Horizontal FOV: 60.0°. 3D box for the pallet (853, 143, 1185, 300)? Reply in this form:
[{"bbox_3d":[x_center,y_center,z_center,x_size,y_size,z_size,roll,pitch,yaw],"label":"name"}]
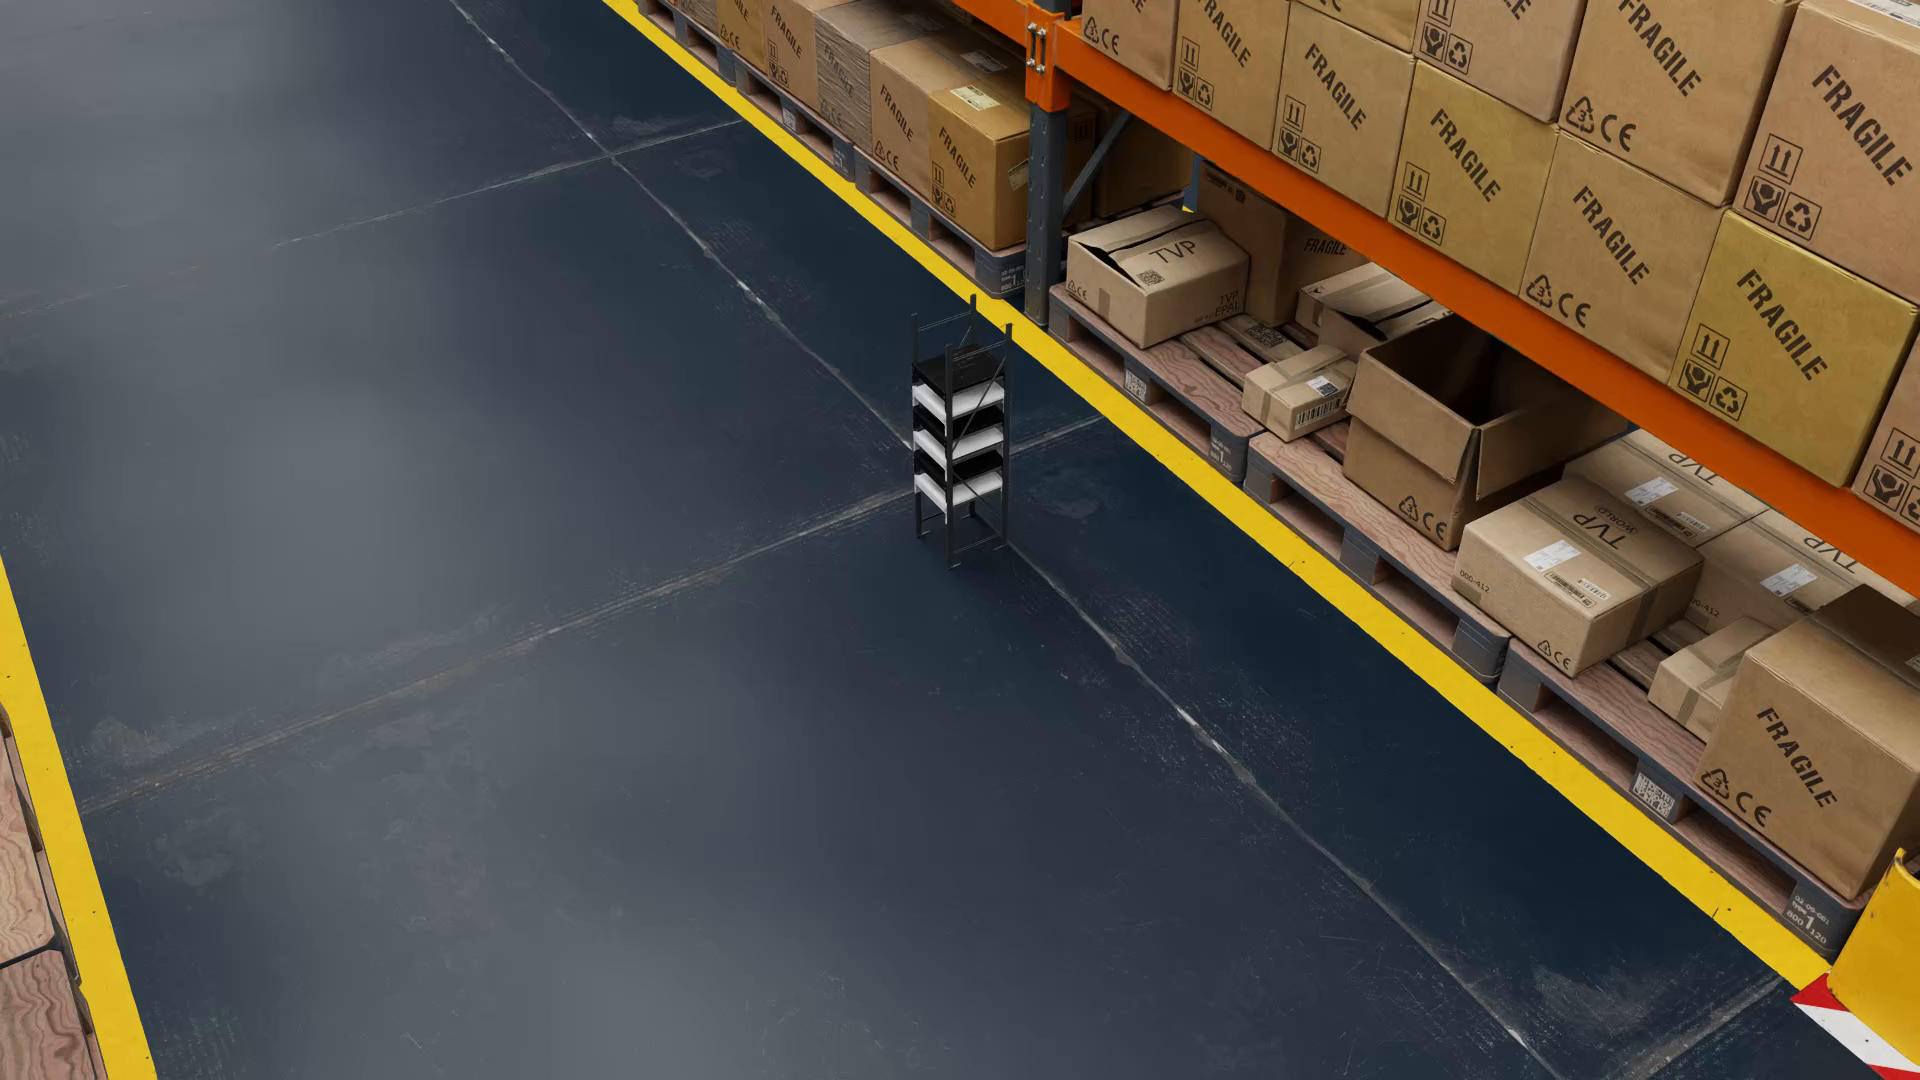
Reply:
[{"bbox_3d":[0.248,-1.573,7.472,1.003,0.211,1.213,-22,45,-24],"label":"pallet"}]

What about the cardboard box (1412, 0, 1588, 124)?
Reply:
[{"bbox_3d":[1.565,-1.455,4.294,0.500,0.500,0.500,-21,44,-23],"label":"cardboard box"}]

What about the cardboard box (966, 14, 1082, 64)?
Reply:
[{"bbox_3d":[0.366,-2.056,7.483,0.500,0.500,0.500,-22,44,-24],"label":"cardboard box"}]

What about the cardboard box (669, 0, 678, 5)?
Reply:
[{"bbox_3d":[-1.430,-3.241,8.906,0.500,0.500,0.500,-20,44,-23],"label":"cardboard box"}]

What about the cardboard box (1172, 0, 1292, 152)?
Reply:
[{"bbox_3d":[1.039,-1.612,5.263,0.500,0.500,0.500,-21,44,-24],"label":"cardboard box"}]

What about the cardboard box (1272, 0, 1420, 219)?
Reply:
[{"bbox_3d":[1.306,-1.341,4.938,0.500,0.500,0.500,-22,45,-25],"label":"cardboard box"}]

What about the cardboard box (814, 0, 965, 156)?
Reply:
[{"bbox_3d":[-0.318,-2.135,7.578,0.500,0.500,0.500,-22,44,-24],"label":"cardboard box"}]

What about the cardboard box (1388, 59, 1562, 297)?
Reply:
[{"bbox_3d":[1.581,-1.067,4.610,0.500,0.500,0.500,-23,45,-25],"label":"cardboard box"}]

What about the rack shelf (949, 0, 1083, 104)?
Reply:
[{"bbox_3d":[-0.358,-3.021,7.594,1.077,0.370,4.000,-22,45,-24],"label":"rack shelf"}]

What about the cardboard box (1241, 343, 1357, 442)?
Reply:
[{"bbox_3d":[1.234,-0.534,5.917,0.380,0.166,0.250,-22,45,-24],"label":"cardboard box"}]

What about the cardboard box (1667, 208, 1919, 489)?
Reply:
[{"bbox_3d":[2.116,-0.524,3.958,0.500,0.500,0.500,-22,45,-24],"label":"cardboard box"}]

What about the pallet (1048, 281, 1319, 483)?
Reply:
[{"bbox_3d":[1.086,-0.775,6.516,1.003,0.211,1.213,-22,45,-24],"label":"pallet"}]

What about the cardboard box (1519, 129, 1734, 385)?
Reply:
[{"bbox_3d":[1.852,-0.795,4.283,0.500,0.500,0.500,-22,45,-24],"label":"cardboard box"}]

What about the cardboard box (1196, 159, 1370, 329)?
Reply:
[{"bbox_3d":[1.263,-1.217,6.476,0.500,0.500,0.500,-22,45,-24],"label":"cardboard box"}]

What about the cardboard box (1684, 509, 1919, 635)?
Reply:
[{"bbox_3d":[2.546,0.167,5.010,0.500,0.250,0.500,-22,45,-24],"label":"cardboard box"}]

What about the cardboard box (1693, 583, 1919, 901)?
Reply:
[{"bbox_3d":[2.368,0.524,4.387,0.500,0.500,0.500,-22,45,-24],"label":"cardboard box"}]

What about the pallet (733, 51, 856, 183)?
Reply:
[{"bbox_3d":[-0.412,-2.232,8.263,1.003,0.211,1.213,-22,45,-24],"label":"pallet"}]

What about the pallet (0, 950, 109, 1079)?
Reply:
[{"bbox_3d":[-2.373,1.599,3.666,1.003,0.211,1.213,-22,45,-24],"label":"pallet"}]

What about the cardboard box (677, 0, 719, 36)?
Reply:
[{"bbox_3d":[-1.144,-2.961,8.569,0.500,0.500,0.500,-24,45,-26],"label":"cardboard box"}]

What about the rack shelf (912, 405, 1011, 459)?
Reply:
[{"bbox_3d":[0.004,-0.385,5.420,0.258,0.077,0.200,-22,45,-24],"label":"rack shelf"}]

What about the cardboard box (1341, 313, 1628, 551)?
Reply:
[{"bbox_3d":[1.732,-0.416,5.512,0.797,0.503,0.637,-22,45,-24],"label":"cardboard box"}]

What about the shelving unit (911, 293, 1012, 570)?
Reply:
[{"bbox_3d":[0.004,-0.341,5.457,0.258,0.900,0.210,-22,45,-24],"label":"shelving unit"}]

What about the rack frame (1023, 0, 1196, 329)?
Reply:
[{"bbox_3d":[0.717,-2.218,6.068,1.000,3.000,0.127,-22,45,-24],"label":"rack frame"}]

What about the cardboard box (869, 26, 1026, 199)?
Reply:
[{"bbox_3d":[-0.049,-1.864,7.253,0.500,0.500,0.500,-22,45,-24],"label":"cardboard box"}]

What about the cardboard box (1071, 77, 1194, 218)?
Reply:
[{"bbox_3d":[0.662,-1.772,7.142,0.500,0.500,0.500,-24,46,-26],"label":"cardboard box"}]

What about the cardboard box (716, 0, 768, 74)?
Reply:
[{"bbox_3d":[-0.878,-2.688,8.242,0.500,0.500,0.500,-23,45,-25],"label":"cardboard box"}]

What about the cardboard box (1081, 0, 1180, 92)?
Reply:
[{"bbox_3d":[0.761,-1.887,5.594,0.500,0.500,0.500,-21,44,-23],"label":"cardboard box"}]

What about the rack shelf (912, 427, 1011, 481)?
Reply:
[{"bbox_3d":[0.004,-0.316,5.478,0.258,0.077,0.200,-22,45,-24],"label":"rack shelf"}]

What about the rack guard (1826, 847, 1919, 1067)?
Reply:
[{"bbox_3d":[2.827,0.860,4.327,1.175,0.500,0.348,-22,45,-24],"label":"rack guard"}]

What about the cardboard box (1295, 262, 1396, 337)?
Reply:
[{"bbox_3d":[1.515,-0.900,6.370,0.380,0.149,0.250,-22,45,-24],"label":"cardboard box"}]

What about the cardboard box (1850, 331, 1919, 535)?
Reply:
[{"bbox_3d":[2.398,-0.245,3.623,0.500,0.500,0.500,-21,44,-23],"label":"cardboard box"}]

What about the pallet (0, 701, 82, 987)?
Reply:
[{"bbox_3d":[-3.033,0.940,4.457,1.003,0.211,1.213,-22,45,-24],"label":"pallet"}]

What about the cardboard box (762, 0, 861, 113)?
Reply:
[{"bbox_3d":[-0.593,-2.408,7.906,0.500,0.500,0.500,-24,45,-26],"label":"cardboard box"}]

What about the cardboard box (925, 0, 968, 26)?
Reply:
[{"bbox_3d":[0.104,-2.328,7.809,0.500,0.500,0.500,-22,44,-24],"label":"cardboard box"}]

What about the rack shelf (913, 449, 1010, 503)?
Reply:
[{"bbox_3d":[0.004,-0.247,5.536,0.258,0.077,0.200,-22,45,-24],"label":"rack shelf"}]

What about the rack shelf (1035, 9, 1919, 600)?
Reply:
[{"bbox_3d":[1.792,-0.862,5.003,1.077,0.370,4.000,-22,45,-24],"label":"rack shelf"}]

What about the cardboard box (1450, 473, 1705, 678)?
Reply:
[{"bbox_3d":[1.882,0.097,5.095,0.500,0.250,0.500,-22,45,-24],"label":"cardboard box"}]

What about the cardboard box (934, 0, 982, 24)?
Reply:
[{"bbox_3d":[0.125,-2.599,7.549,0.500,0.250,0.500,-22,45,-24],"label":"cardboard box"}]

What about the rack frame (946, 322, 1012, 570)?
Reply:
[{"bbox_3d":[0.059,-0.286,5.391,0.240,0.900,0.006,-22,45,-24],"label":"rack frame"}]

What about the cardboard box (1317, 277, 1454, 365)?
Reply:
[{"bbox_3d":[1.666,-0.739,6.051,0.500,0.311,0.500,-22,45,-24],"label":"cardboard box"}]

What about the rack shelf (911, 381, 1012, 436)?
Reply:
[{"bbox_3d":[0.004,-0.454,5.363,0.258,0.077,0.200,-22,45,-24],"label":"rack shelf"}]

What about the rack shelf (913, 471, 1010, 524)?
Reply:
[{"bbox_3d":[0.004,-0.177,5.593,0.258,0.077,0.200,-22,45,-24],"label":"rack shelf"}]

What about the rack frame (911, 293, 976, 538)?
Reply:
[{"bbox_3d":[-0.050,-0.396,5.523,0.240,0.900,0.006,-22,45,-24],"label":"rack frame"}]

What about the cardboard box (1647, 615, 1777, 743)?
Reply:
[{"bbox_3d":[2.226,0.402,4.794,0.380,0.166,0.250,-22,45,-24],"label":"cardboard box"}]

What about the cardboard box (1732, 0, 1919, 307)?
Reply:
[{"bbox_3d":[2.124,-0.899,3.627,0.500,0.500,0.500,-21,44,-23],"label":"cardboard box"}]

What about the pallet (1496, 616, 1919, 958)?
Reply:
[{"bbox_3d":[2.398,0.542,4.935,1.003,0.211,1.213,-22,45,-24],"label":"pallet"}]

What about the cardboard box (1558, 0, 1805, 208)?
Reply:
[{"bbox_3d":[1.842,-1.178,3.961,0.500,0.500,0.500,-21,44,-23],"label":"cardboard box"}]

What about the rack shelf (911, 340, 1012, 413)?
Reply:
[{"bbox_3d":[0.004,-0.523,5.305,0.258,0.077,0.200,-22,45,-24],"label":"rack shelf"}]

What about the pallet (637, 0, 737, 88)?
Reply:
[{"bbox_3d":[-1.064,-2.890,9.053,1.003,0.211,1.213,-22,45,-24],"label":"pallet"}]

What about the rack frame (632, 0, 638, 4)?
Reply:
[{"bbox_3d":[-1.434,-4.377,8.659,1.000,3.000,0.127,-22,45,-24],"label":"rack frame"}]

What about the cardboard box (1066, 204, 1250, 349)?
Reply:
[{"bbox_3d":[0.760,-1.053,6.427,0.500,0.311,0.500,-22,45,-24],"label":"cardboard box"}]

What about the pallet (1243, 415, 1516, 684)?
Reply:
[{"bbox_3d":[1.746,-0.116,5.725,1.003,0.211,1.213,-22,45,-24],"label":"pallet"}]

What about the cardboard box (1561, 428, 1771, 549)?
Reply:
[{"bbox_3d":[2.277,-0.102,5.334,0.500,0.250,0.500,-22,45,-24],"label":"cardboard box"}]

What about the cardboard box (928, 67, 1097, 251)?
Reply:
[{"bbox_3d":[0.210,-1.594,6.929,0.500,0.500,0.500,-22,45,-25],"label":"cardboard box"}]

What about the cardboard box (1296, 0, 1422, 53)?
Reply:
[{"bbox_3d":[1.287,-1.733,4.628,0.500,0.500,0.500,-24,45,-26],"label":"cardboard box"}]
